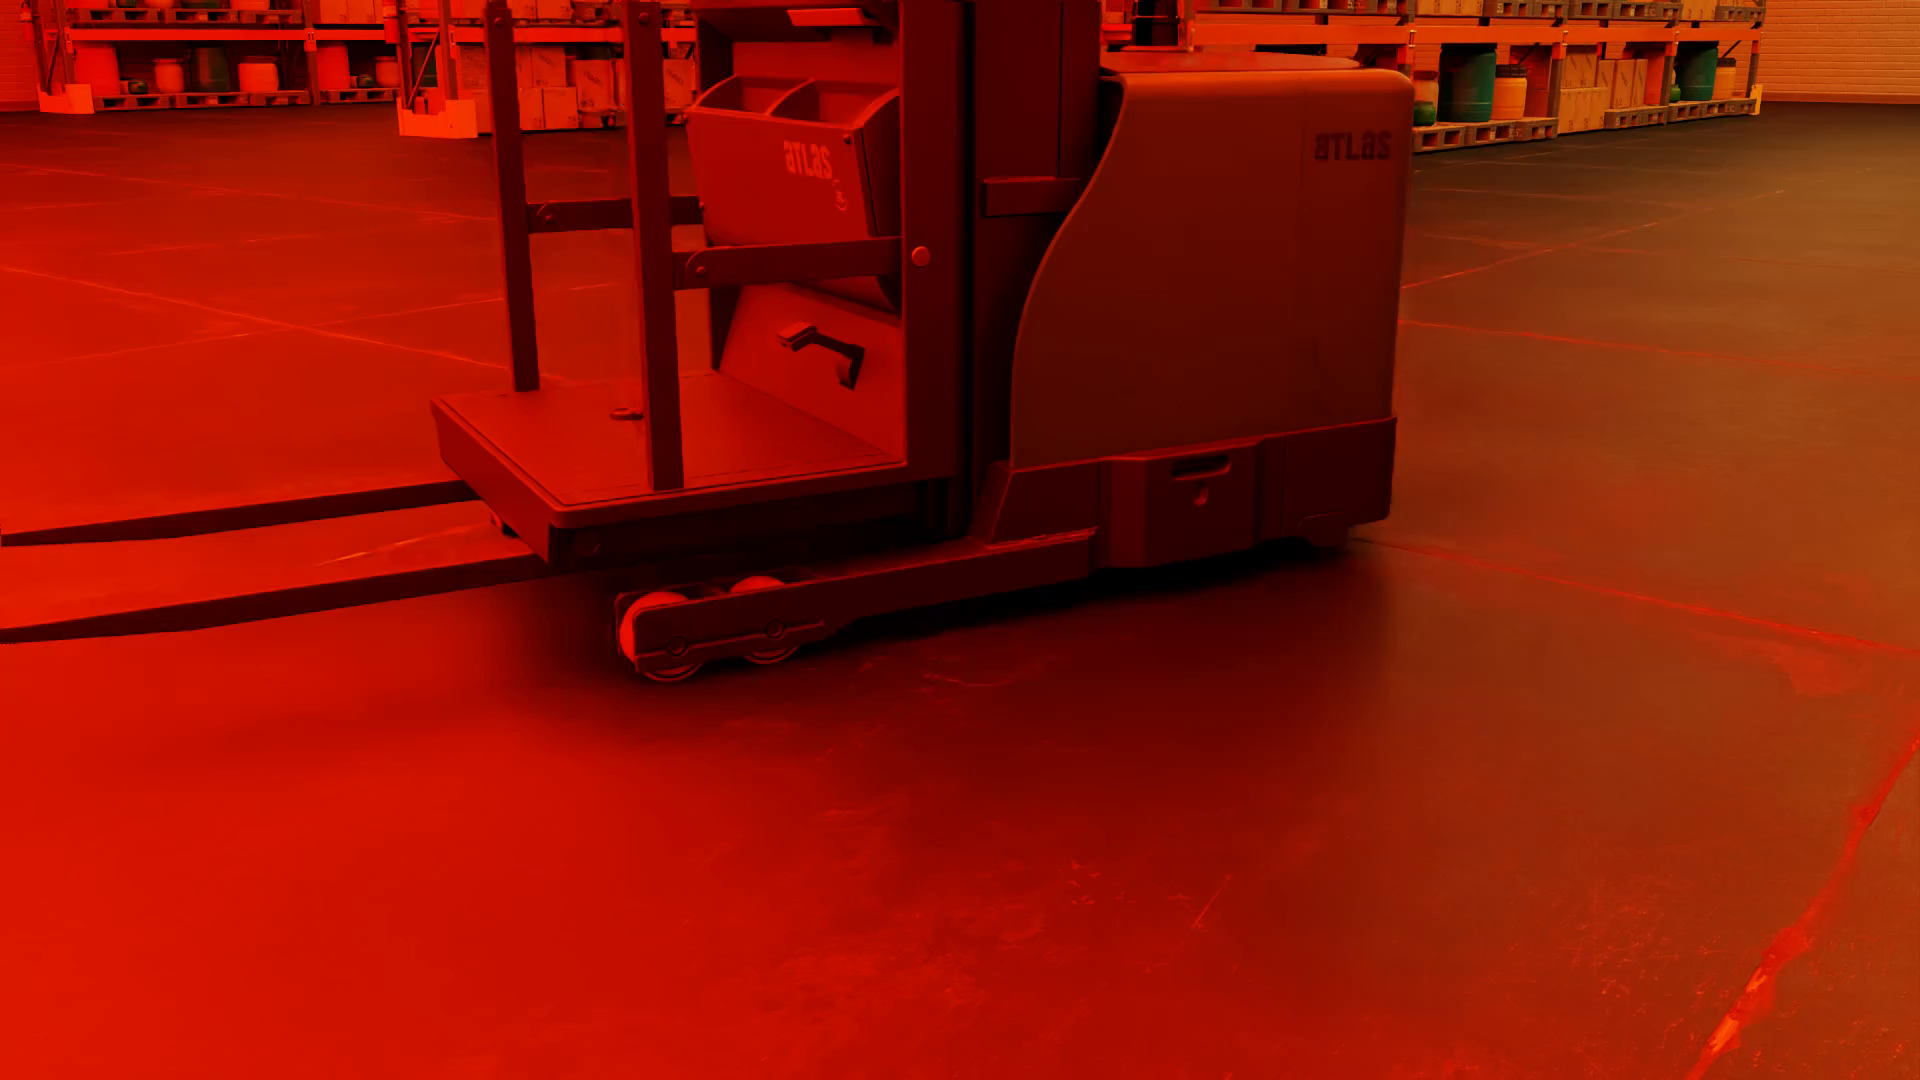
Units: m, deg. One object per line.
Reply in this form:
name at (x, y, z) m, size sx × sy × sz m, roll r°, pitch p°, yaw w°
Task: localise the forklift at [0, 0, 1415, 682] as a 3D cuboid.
forklift at (-0.535, -1.314, 3.225) m, size 3.031 × 2.935 × 1.130 m, roll -9°, pitch 19°, yaw -27°
